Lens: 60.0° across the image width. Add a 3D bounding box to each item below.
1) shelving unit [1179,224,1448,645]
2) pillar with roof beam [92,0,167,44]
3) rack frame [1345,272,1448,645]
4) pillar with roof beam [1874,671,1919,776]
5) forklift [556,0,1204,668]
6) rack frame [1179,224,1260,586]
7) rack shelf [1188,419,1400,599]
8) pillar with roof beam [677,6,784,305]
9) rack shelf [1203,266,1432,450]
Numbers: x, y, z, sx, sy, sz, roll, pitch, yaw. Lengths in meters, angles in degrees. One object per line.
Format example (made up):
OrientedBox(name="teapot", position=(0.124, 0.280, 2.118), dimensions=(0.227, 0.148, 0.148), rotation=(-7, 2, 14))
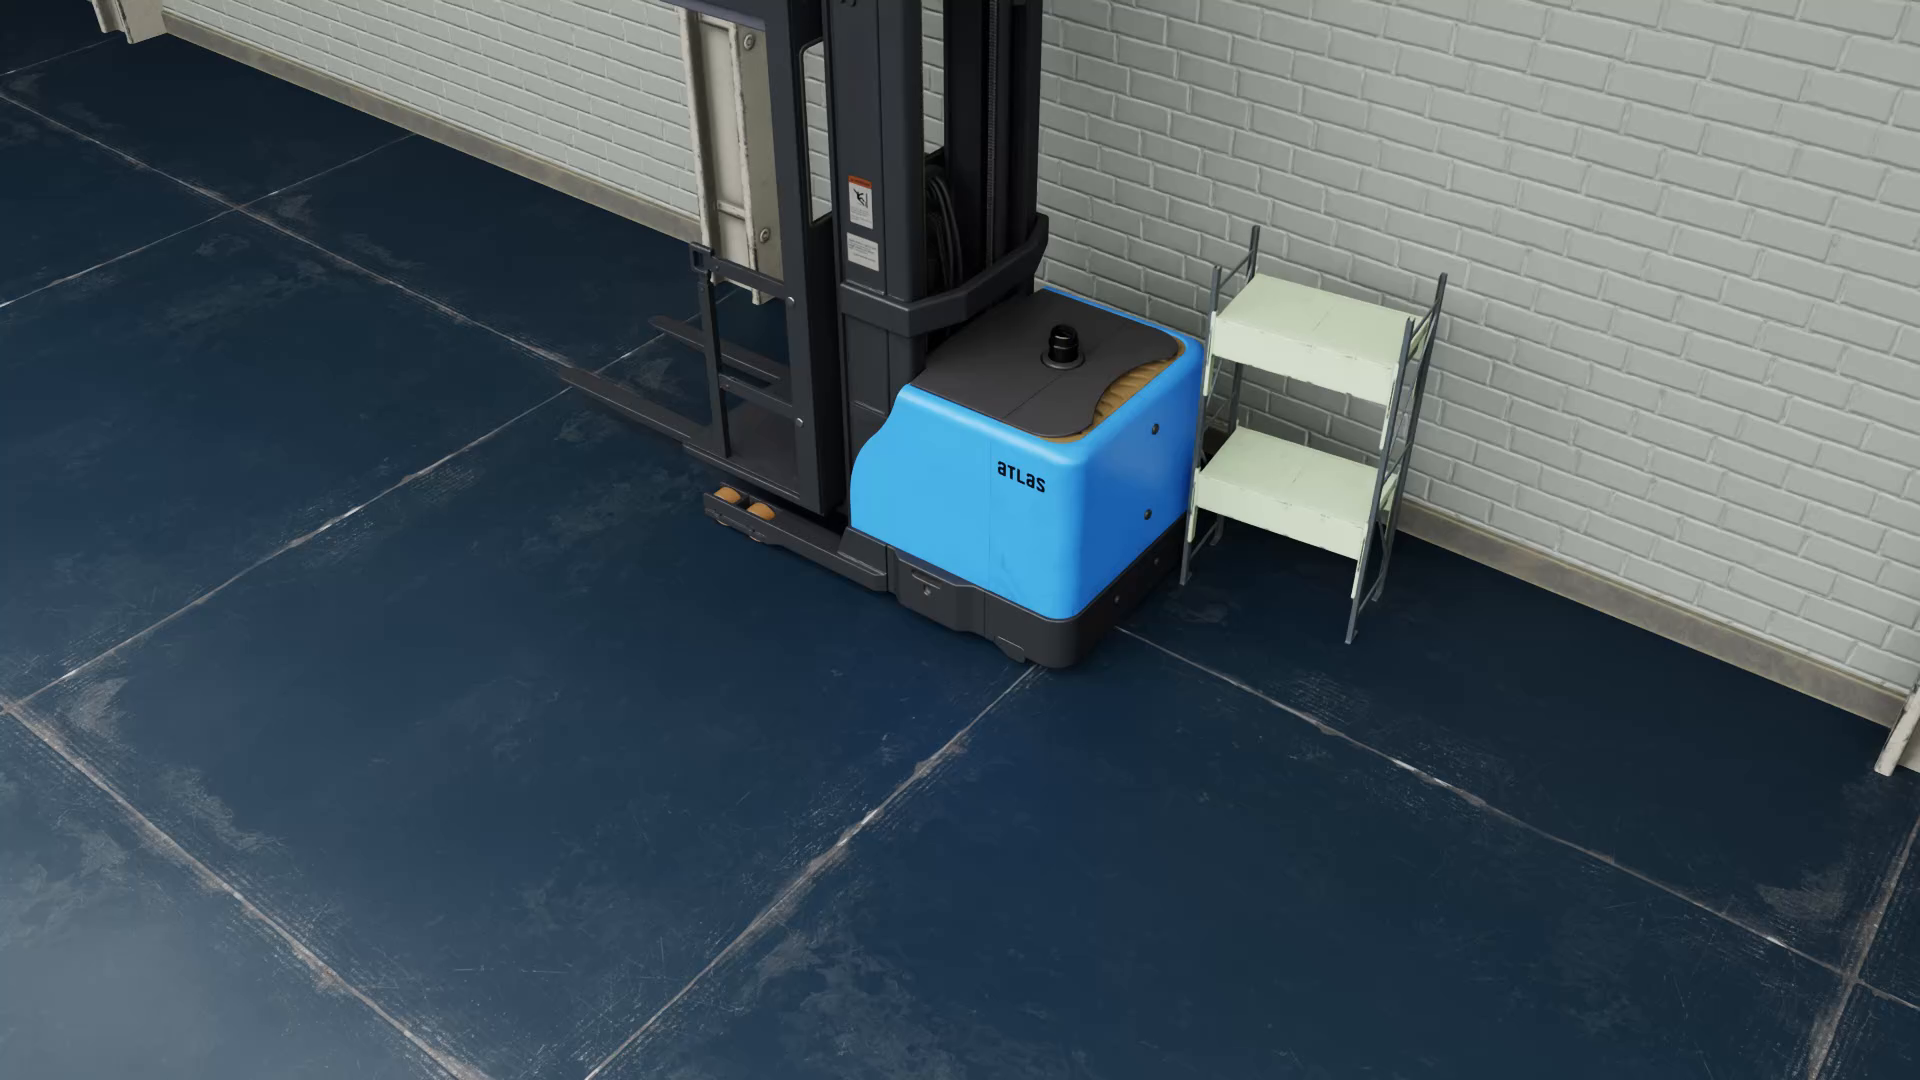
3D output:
OrientedBox(name="shelving unit", position=(1.352, -0.392, 6.534), dimensions=(0.755, 1.500, 0.431), rotation=(20, 42, 24))
OrientedBox(name="pillar with roof beam", position=(-8.512, -5.078, 6.436), dimensions=(0.400, 9.000, 9.100), rotation=(25, 45, 29))
OrientedBox(name="rack frame", position=(1.667, -0.277, 6.388), dimensions=(0.023, 1.500, 0.400), rotation=(20, 42, 24))
OrientedBox(name="pillar with roof beam", position=(1.020, -0.584, 0.696), dimensions=(0.400, 9.000, 9.100), rotation=(25, 45, 29))
OrientedBox(name="forklift", position=(-0.506, -1.384, 6.640), dimensions=(3.031, 2.935, 1.130), rotation=(24, 44, 28))
OrientedBox(name="rack frame", position=(1.037, -0.507, 6.681), dimensions=(0.023, 1.500, 0.400), rotation=(20, 42, 24))
OrientedBox(name="rack shelf", position=(1.352, -0.135, 6.735), dimensions=(0.720, 0.370, 0.431), rotation=(20, 42, 24))
OrientedBox(name="pillar with roof beam", position=(-3.746, -2.831, 3.566), dimensions=(0.400, 9.000, 9.100), rotation=(25, 45, 29))
OrientedBox(name="rack shelf", position=(1.352, -0.699, 6.294), dimensions=(0.720, 0.370, 0.431), rotation=(20, 42, 24))
